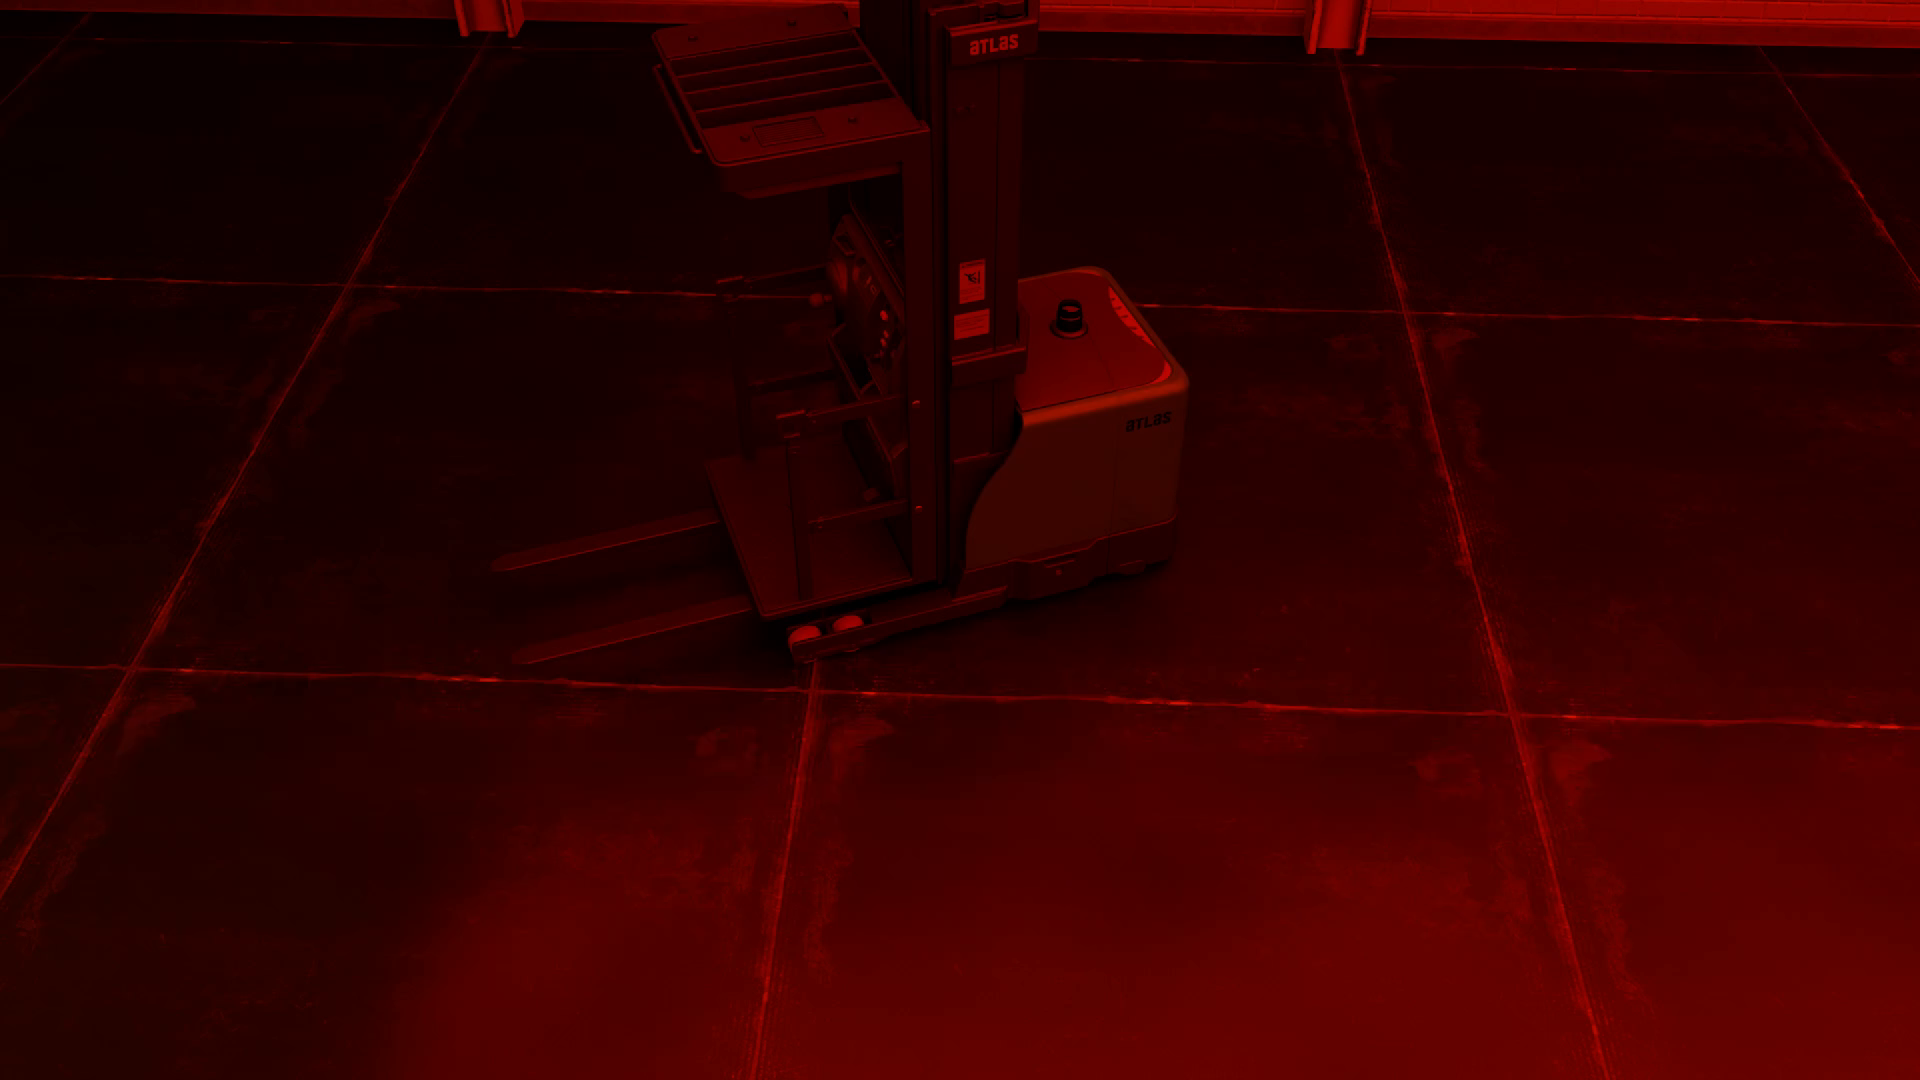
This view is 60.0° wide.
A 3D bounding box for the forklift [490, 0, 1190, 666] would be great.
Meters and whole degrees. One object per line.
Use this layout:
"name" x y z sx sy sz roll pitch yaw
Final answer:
"forklift" -0.573 -0.945 6.778 3.031 2.935 1.130 -13 44 -14
